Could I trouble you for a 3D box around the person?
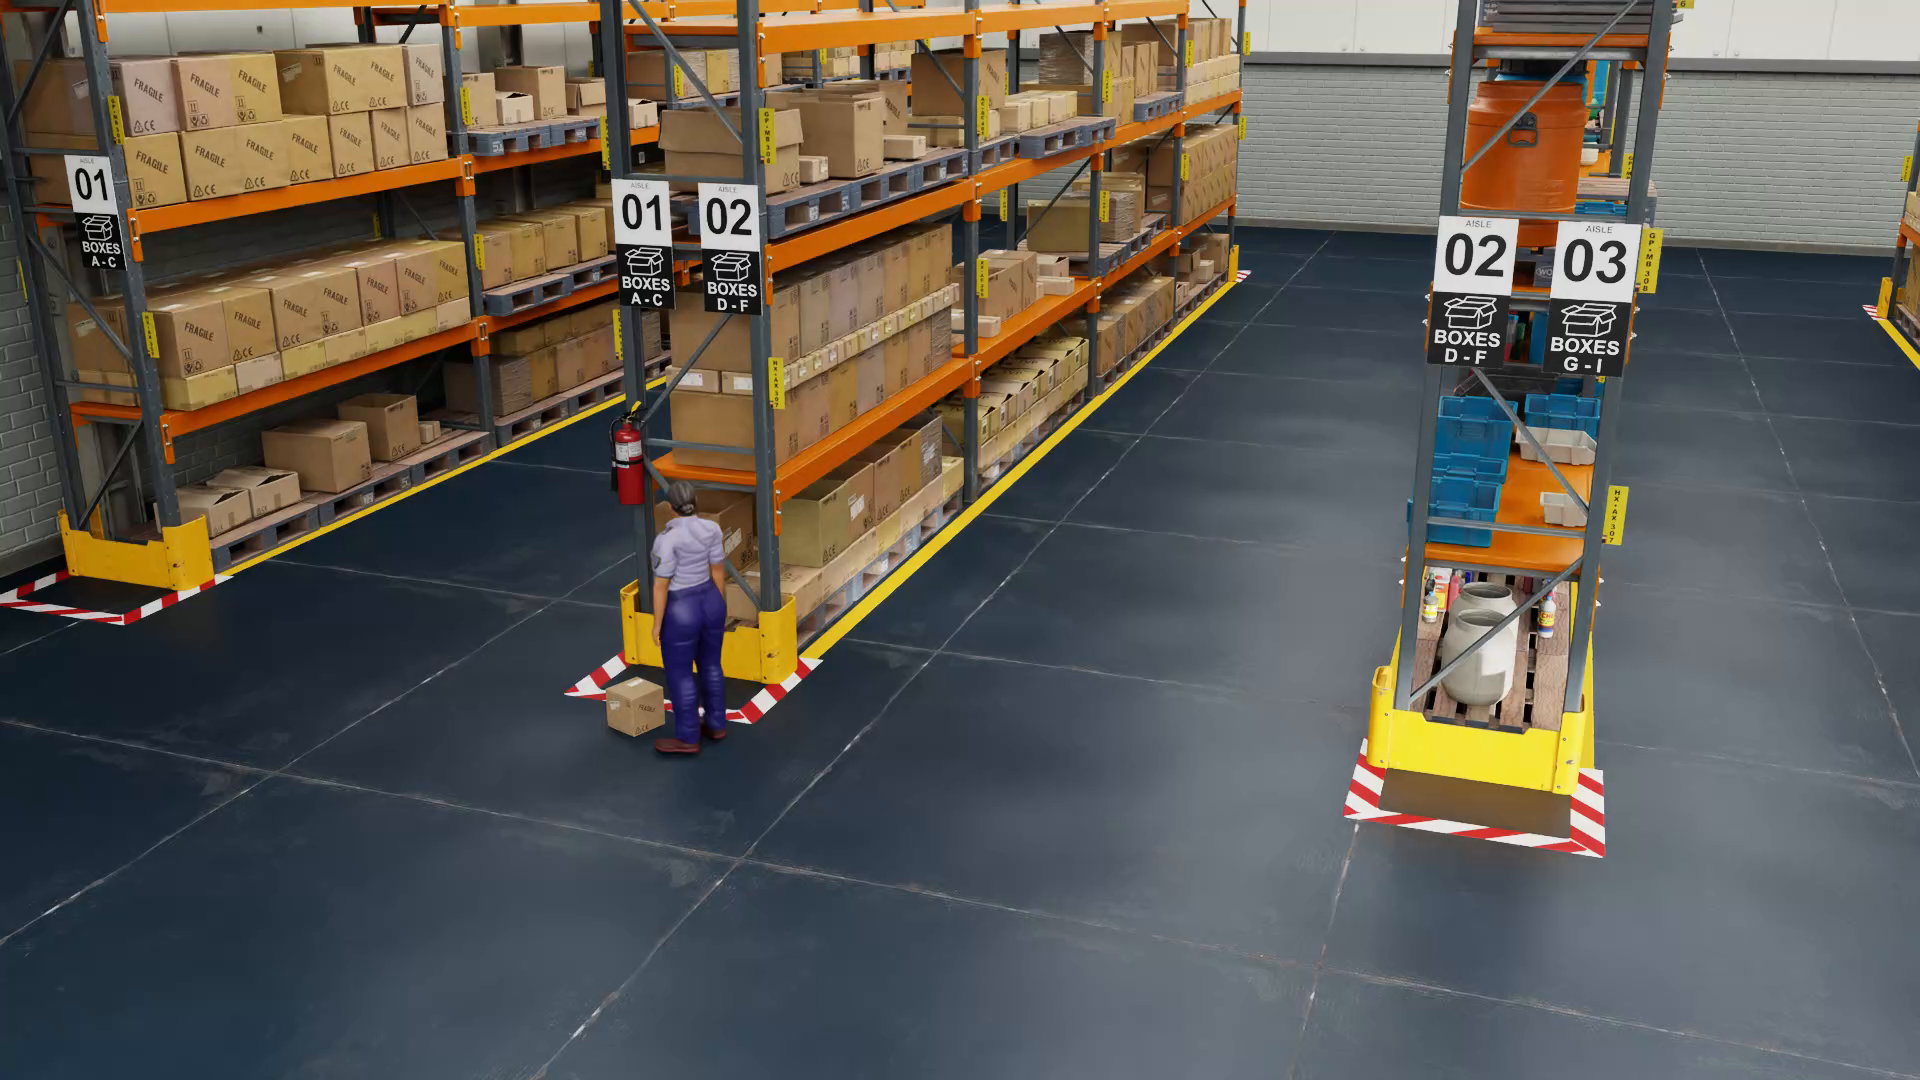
[{"bbox_3d":[-1.603,0.441,9.744,0.368,1.657,0.489,16,24,39],"label":"person"}]
